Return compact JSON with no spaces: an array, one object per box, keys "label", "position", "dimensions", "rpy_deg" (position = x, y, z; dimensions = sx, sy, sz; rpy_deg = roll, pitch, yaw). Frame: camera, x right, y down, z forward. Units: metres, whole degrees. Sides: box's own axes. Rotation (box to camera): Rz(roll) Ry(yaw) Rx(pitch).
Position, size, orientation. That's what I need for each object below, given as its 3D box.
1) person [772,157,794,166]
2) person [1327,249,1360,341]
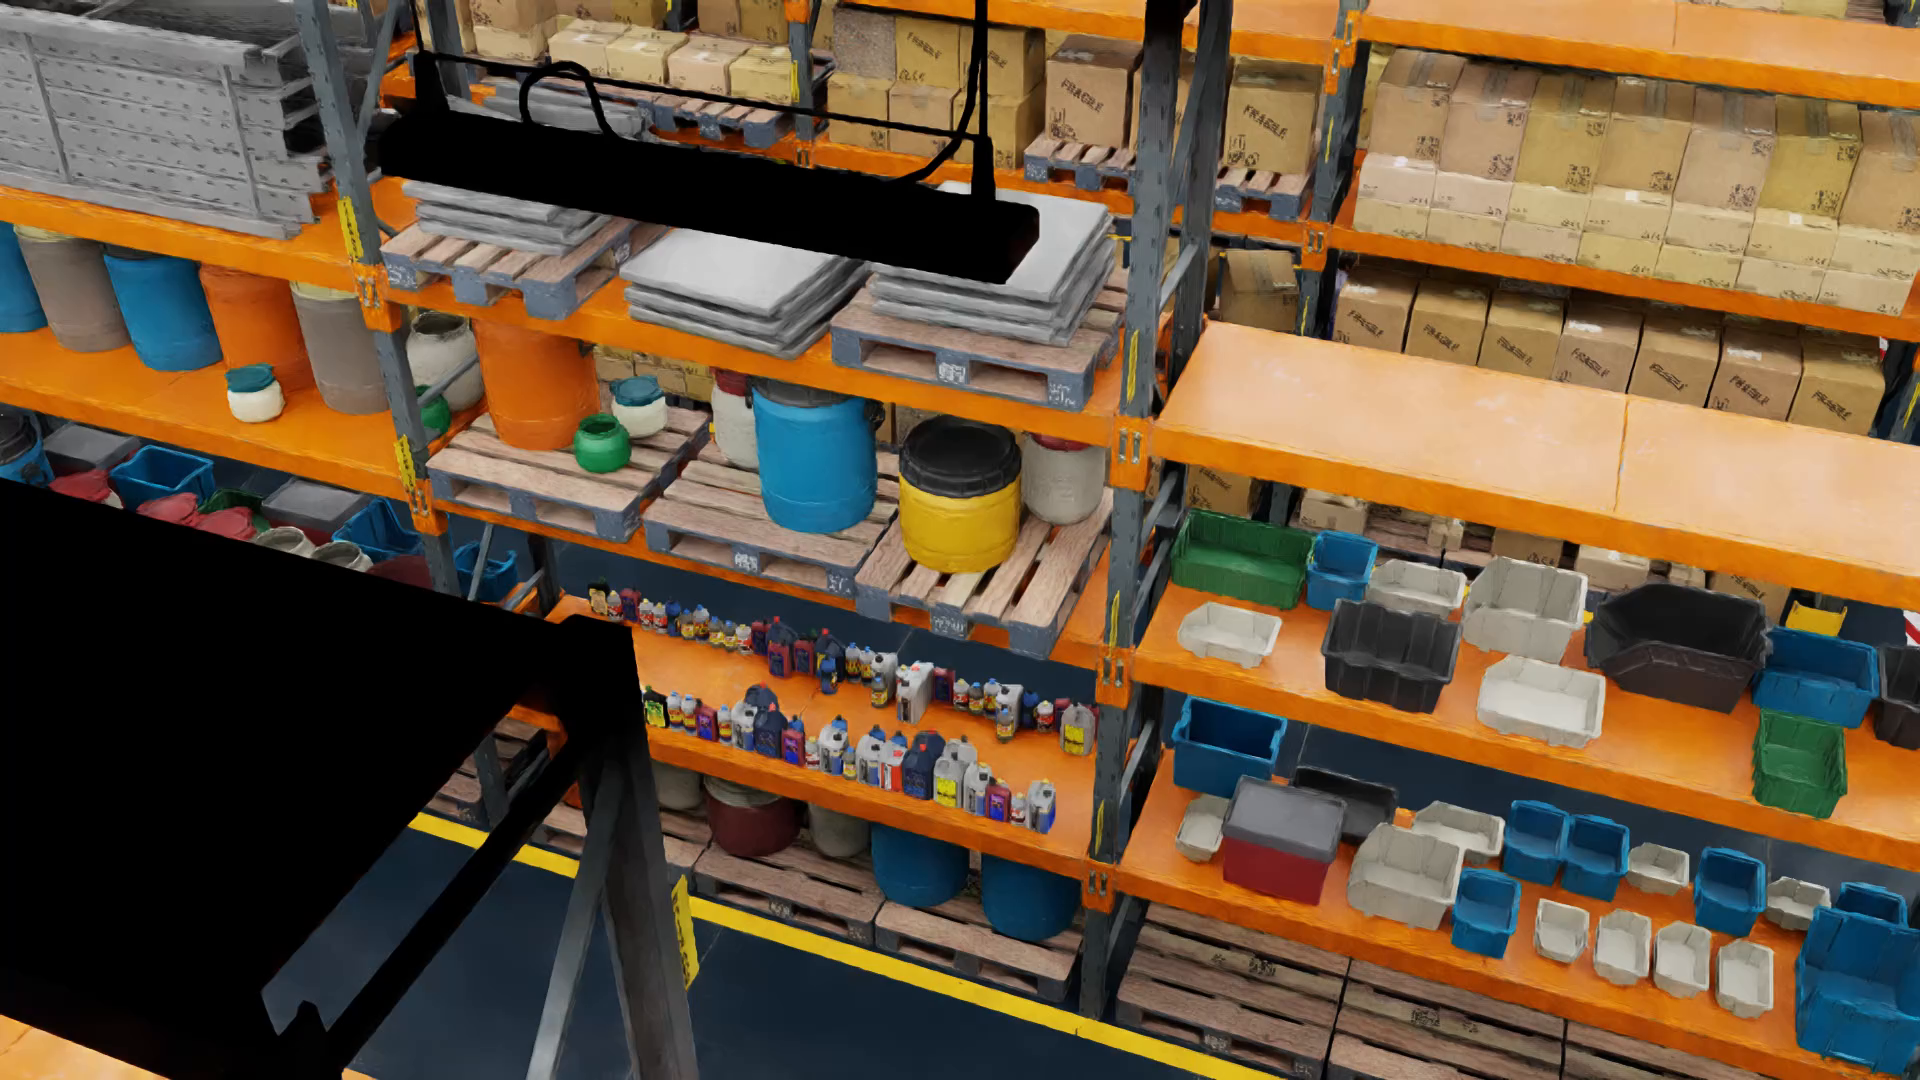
[{"label":"person","position":[-1.688,-3.674,16.928],"dimensions":[0.856,1.697,0.734],"rpy_deg":[16,39,21]},{"label":"person","position":[3.263,-1.797,14.423],"dimensions":[0.554,1.644,0.598],"rpy_deg":[-26,44,-31]}]
